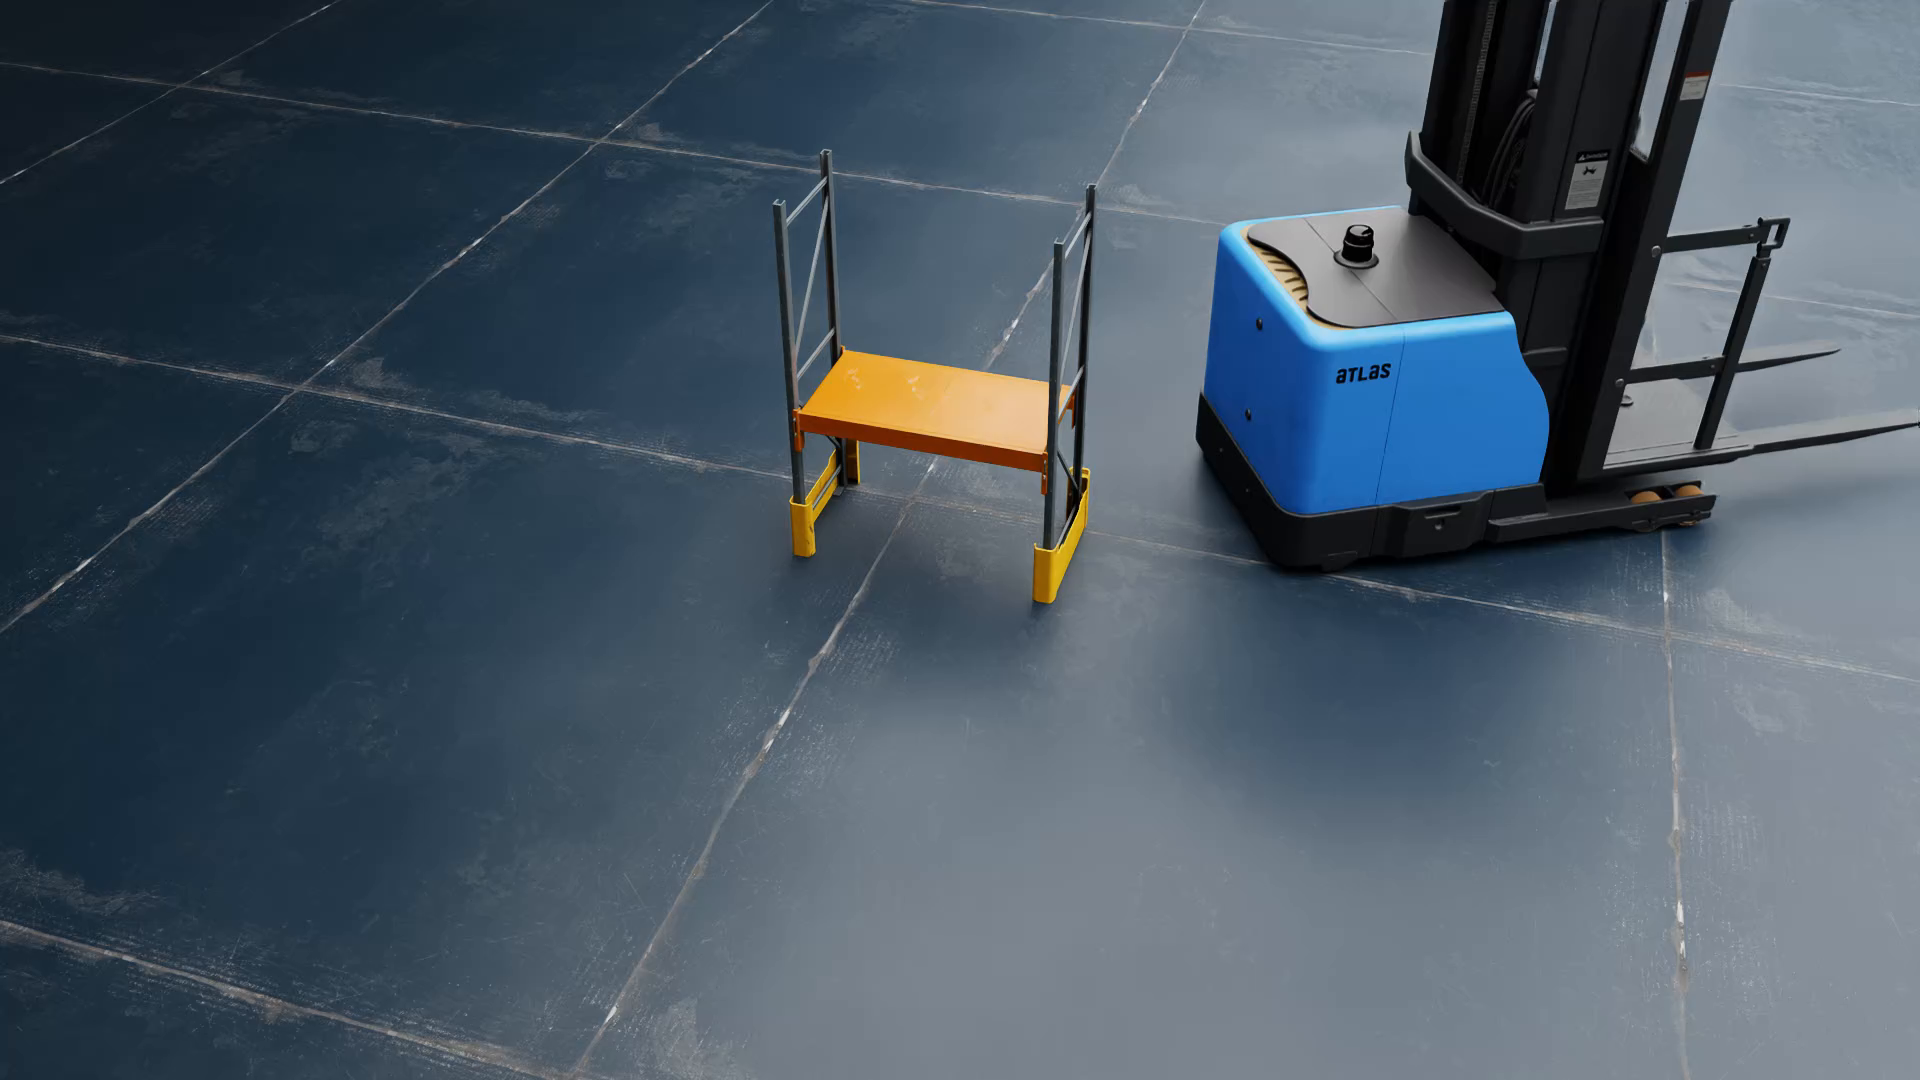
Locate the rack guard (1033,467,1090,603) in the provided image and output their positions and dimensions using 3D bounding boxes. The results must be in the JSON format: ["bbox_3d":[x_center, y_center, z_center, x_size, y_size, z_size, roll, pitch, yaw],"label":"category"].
[{"bbox_3d":[0.403,-0.026,6.575,0.087,0.250,0.587,10,38,14],"label":"rack guard"}]

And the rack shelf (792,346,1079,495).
[{"bbox_3d":[-0.081,-0.474,6.433,1.000,0.185,0.538,10,38,14],"label":"rack shelf"}]

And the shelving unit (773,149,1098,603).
[{"bbox_3d":[-0.073,-0.618,6.324,1.083,1.500,0.587,10,38,14],"label":"shelving unit"}]

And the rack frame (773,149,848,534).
[{"bbox_3d":[-0.567,-0.709,6.448,0.032,1.500,0.500,10,38,14],"label":"rack frame"}]

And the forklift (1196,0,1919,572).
[{"bbox_3d":[2.597,-1.510,6.328,3.031,2.935,1.130,-8,37,-10],"label":"forklift"}]

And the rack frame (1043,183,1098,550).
[{"bbox_3d":[0.404,-0.529,6.204,0.032,1.500,0.500,10,38,14],"label":"rack frame"}]

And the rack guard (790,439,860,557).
[{"bbox_3d":[-0.548,-0.202,6.814,0.087,0.250,0.587,10,38,14],"label":"rack guard"}]
